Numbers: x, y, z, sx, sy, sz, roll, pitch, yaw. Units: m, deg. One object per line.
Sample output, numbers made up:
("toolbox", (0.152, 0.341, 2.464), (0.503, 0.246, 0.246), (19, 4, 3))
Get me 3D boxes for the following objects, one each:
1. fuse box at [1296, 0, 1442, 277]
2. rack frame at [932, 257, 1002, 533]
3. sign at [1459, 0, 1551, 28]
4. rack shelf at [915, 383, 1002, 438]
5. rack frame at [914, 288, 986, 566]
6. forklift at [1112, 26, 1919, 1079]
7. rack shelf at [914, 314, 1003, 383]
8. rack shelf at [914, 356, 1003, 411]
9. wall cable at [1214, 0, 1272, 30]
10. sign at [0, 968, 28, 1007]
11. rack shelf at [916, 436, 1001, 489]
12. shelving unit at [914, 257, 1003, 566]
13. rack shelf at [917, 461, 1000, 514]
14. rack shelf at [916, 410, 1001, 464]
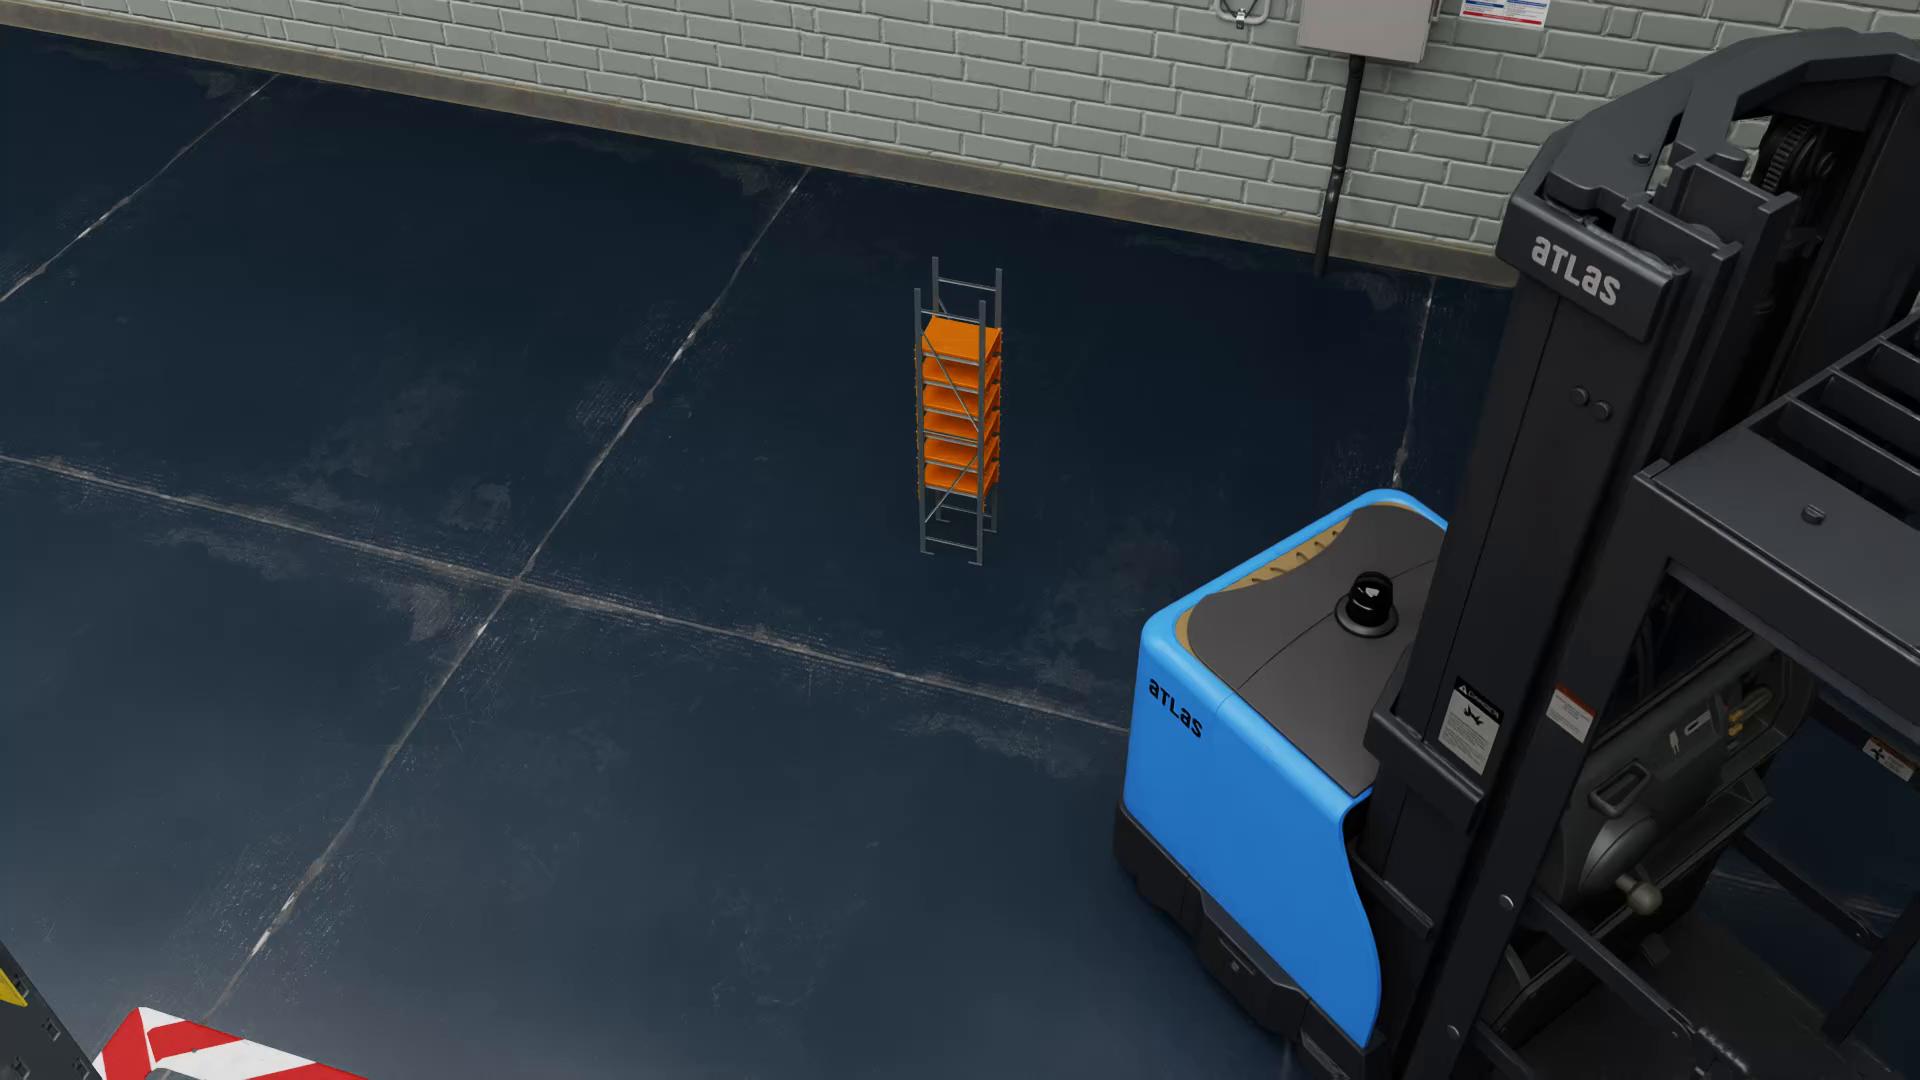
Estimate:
("fuse box", (1.627, -1.785, 6.850), (0.539, 1.711, 0.414), (13, 46, 13))
("rack frame", (0.023, -0.480, 5.883), (0.240, 1.200, 0.006), (13, 46, 12))
("sign", (2.160, -2.245, 6.467), (0.329, 0.494, 0.001), (13, 46, 13))
("rack shelf", (-0.004, -0.473, 5.768), (0.258, 0.103, 0.180), (13, 46, 12))
("rack frame", (-0.032, -0.358, 5.758), (0.240, 1.200, 0.006), (13, 46, 12))
("forklift", (1.752, 0.574, 3.568), (1.130, 2.935, 3.031), (-27, 51, -25))
("rack shelf", (-0.004, -0.645, 5.600), (0.258, 0.103, 0.180), (13, 46, 12))
("rack shelf", (-0.004, -0.559, 5.684), (0.258, 0.103, 0.180), (13, 46, 12))
("wall cable", (1.024, -2.858, 6.299), (0.588, 1.984, 0.122), (13, 46, 13))
("sign", (-1.504, 0.602, 2.493), (0.100, 0.325, 0.005), (13, 46, 13))
("rack shelf", (-0.004, -0.302, 5.936), (0.258, 0.103, 0.180), (13, 46, 12))
("shelving unit", (-0.004, -0.419, 5.821), (0.258, 1.200, 0.189), (13, 46, 12))
("rack shelf", (-0.004, -0.216, 6.019), (0.258, 0.103, 0.180), (13, 46, 12))
("rack shelf", (-0.004, -0.387, 5.852), (0.258, 0.103, 0.180), (13, 46, 12))
